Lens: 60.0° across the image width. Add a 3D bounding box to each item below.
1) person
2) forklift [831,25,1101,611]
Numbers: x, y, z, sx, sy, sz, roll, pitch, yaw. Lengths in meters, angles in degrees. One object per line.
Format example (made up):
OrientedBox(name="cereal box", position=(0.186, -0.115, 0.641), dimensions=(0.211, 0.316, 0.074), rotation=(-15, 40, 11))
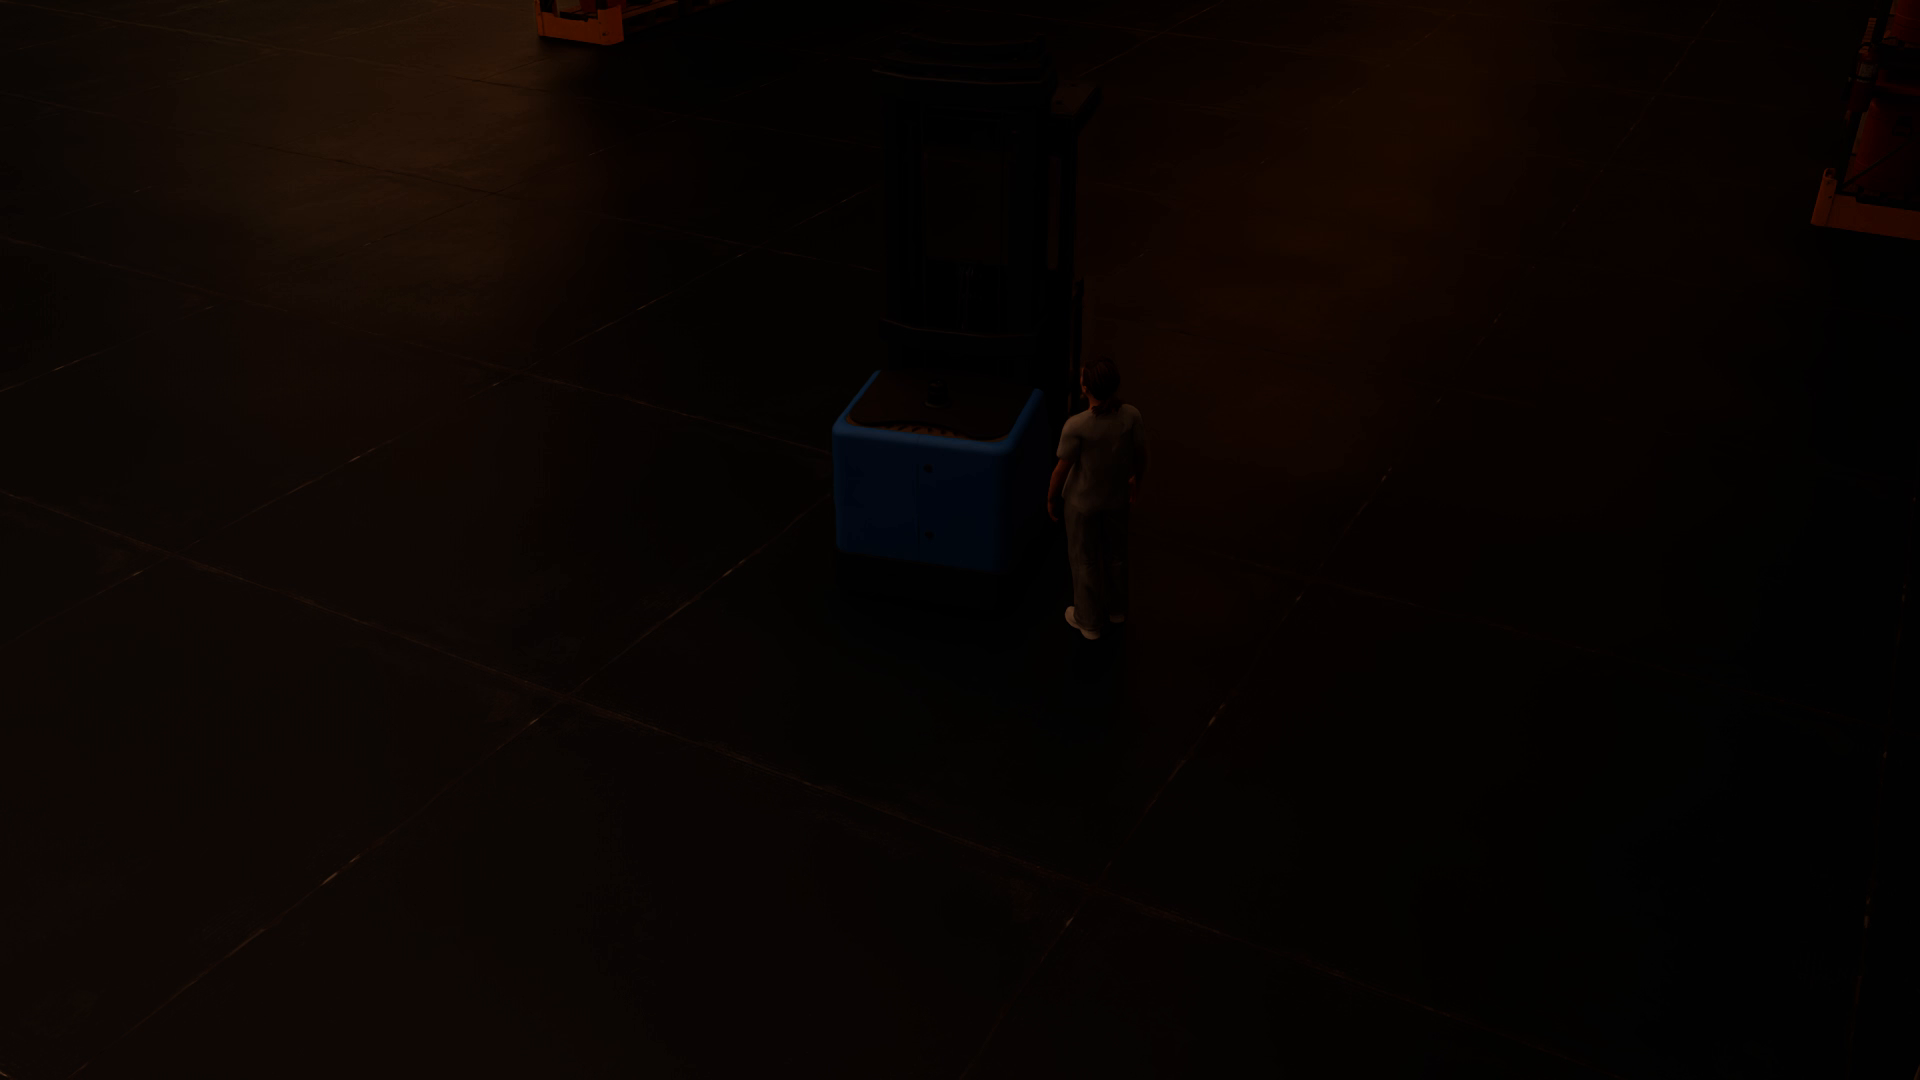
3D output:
OrientedBox(name="person", position=(0.701, -0.242, 8.732), dimensions=(0.549, 1.673, 0.548), rotation=(-9, 31, -15))
OrientedBox(name="forklift", position=(0.174, -1.600, 9.842), dimensions=(1.130, 2.935, 3.031), rotation=(8, 31, 13))
